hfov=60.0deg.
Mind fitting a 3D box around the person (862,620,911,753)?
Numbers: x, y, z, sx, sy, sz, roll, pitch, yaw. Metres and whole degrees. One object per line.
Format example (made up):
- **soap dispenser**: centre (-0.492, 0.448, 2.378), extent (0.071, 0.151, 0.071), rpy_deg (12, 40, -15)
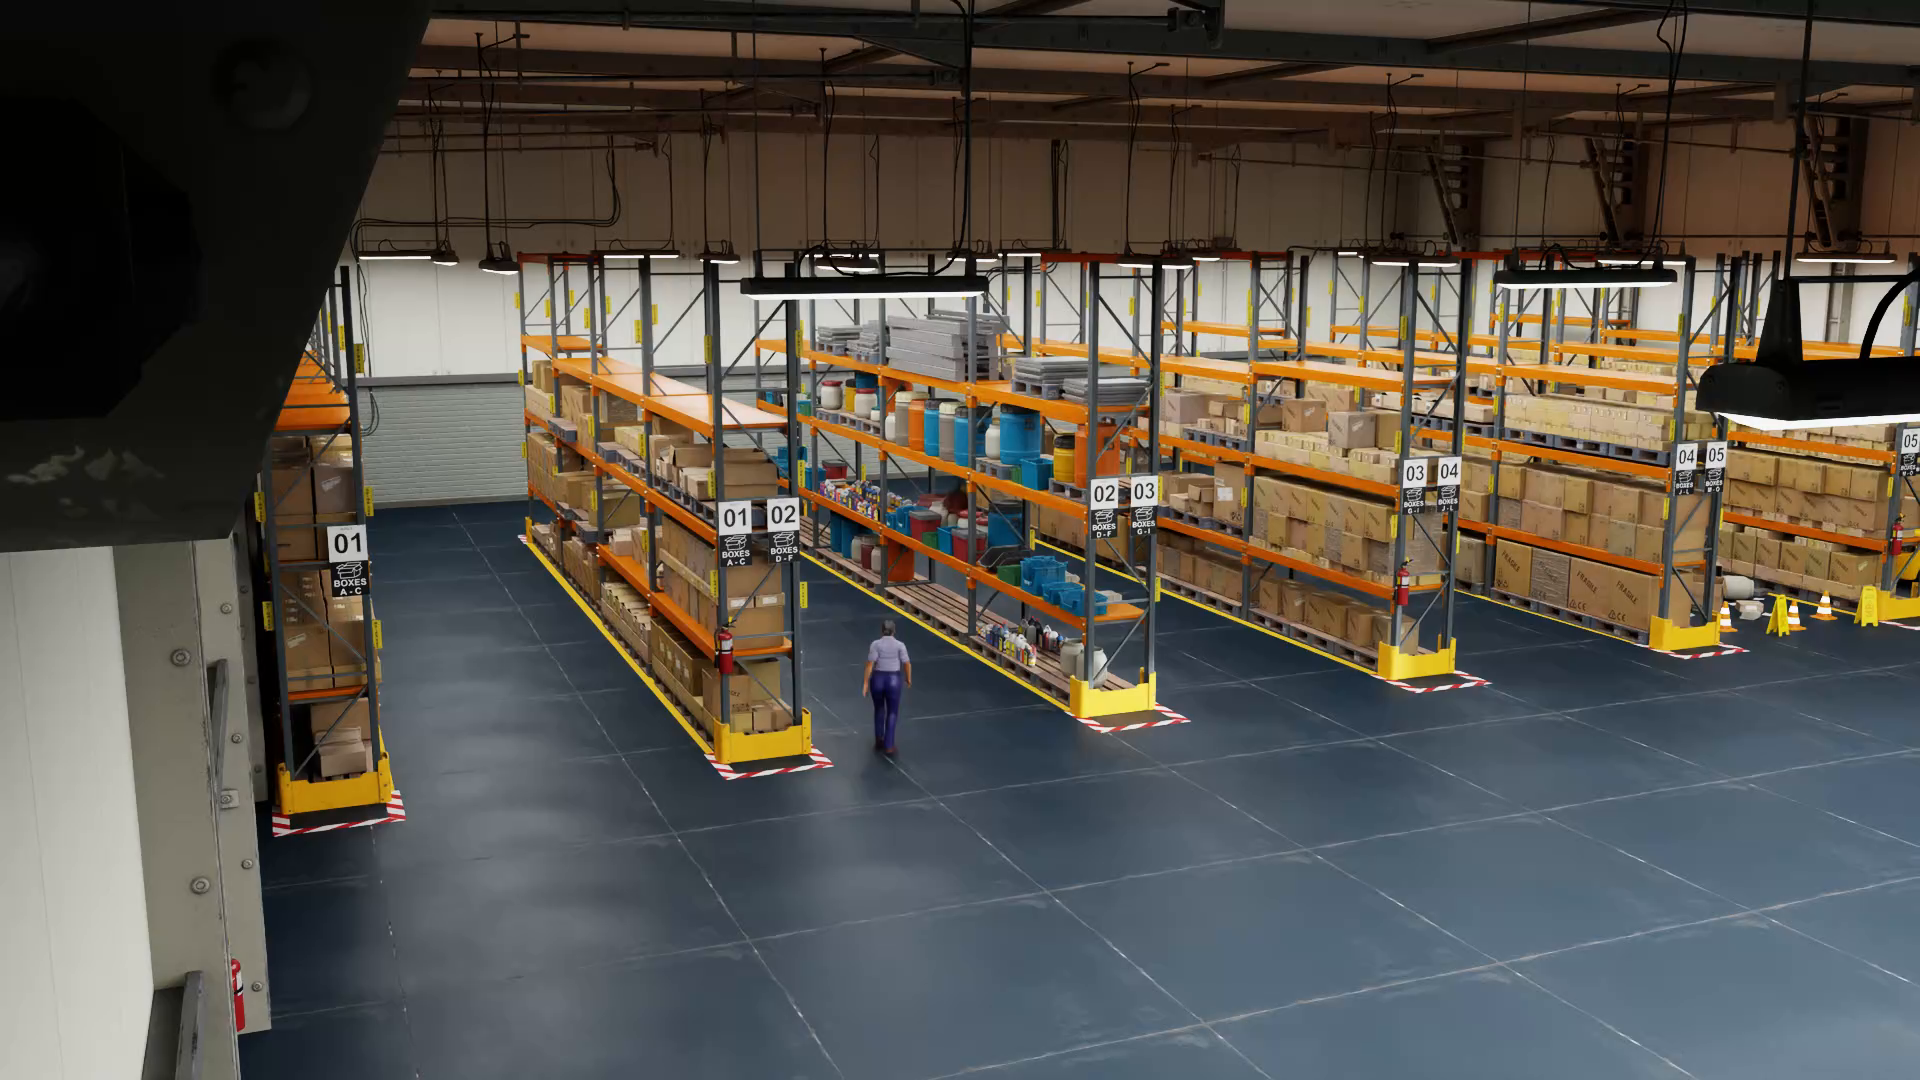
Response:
- **person**: centre (-0.898, 1.814, 20.655), extent (0.539, 1.686, 0.665), rpy_deg (2, 11, 12)
